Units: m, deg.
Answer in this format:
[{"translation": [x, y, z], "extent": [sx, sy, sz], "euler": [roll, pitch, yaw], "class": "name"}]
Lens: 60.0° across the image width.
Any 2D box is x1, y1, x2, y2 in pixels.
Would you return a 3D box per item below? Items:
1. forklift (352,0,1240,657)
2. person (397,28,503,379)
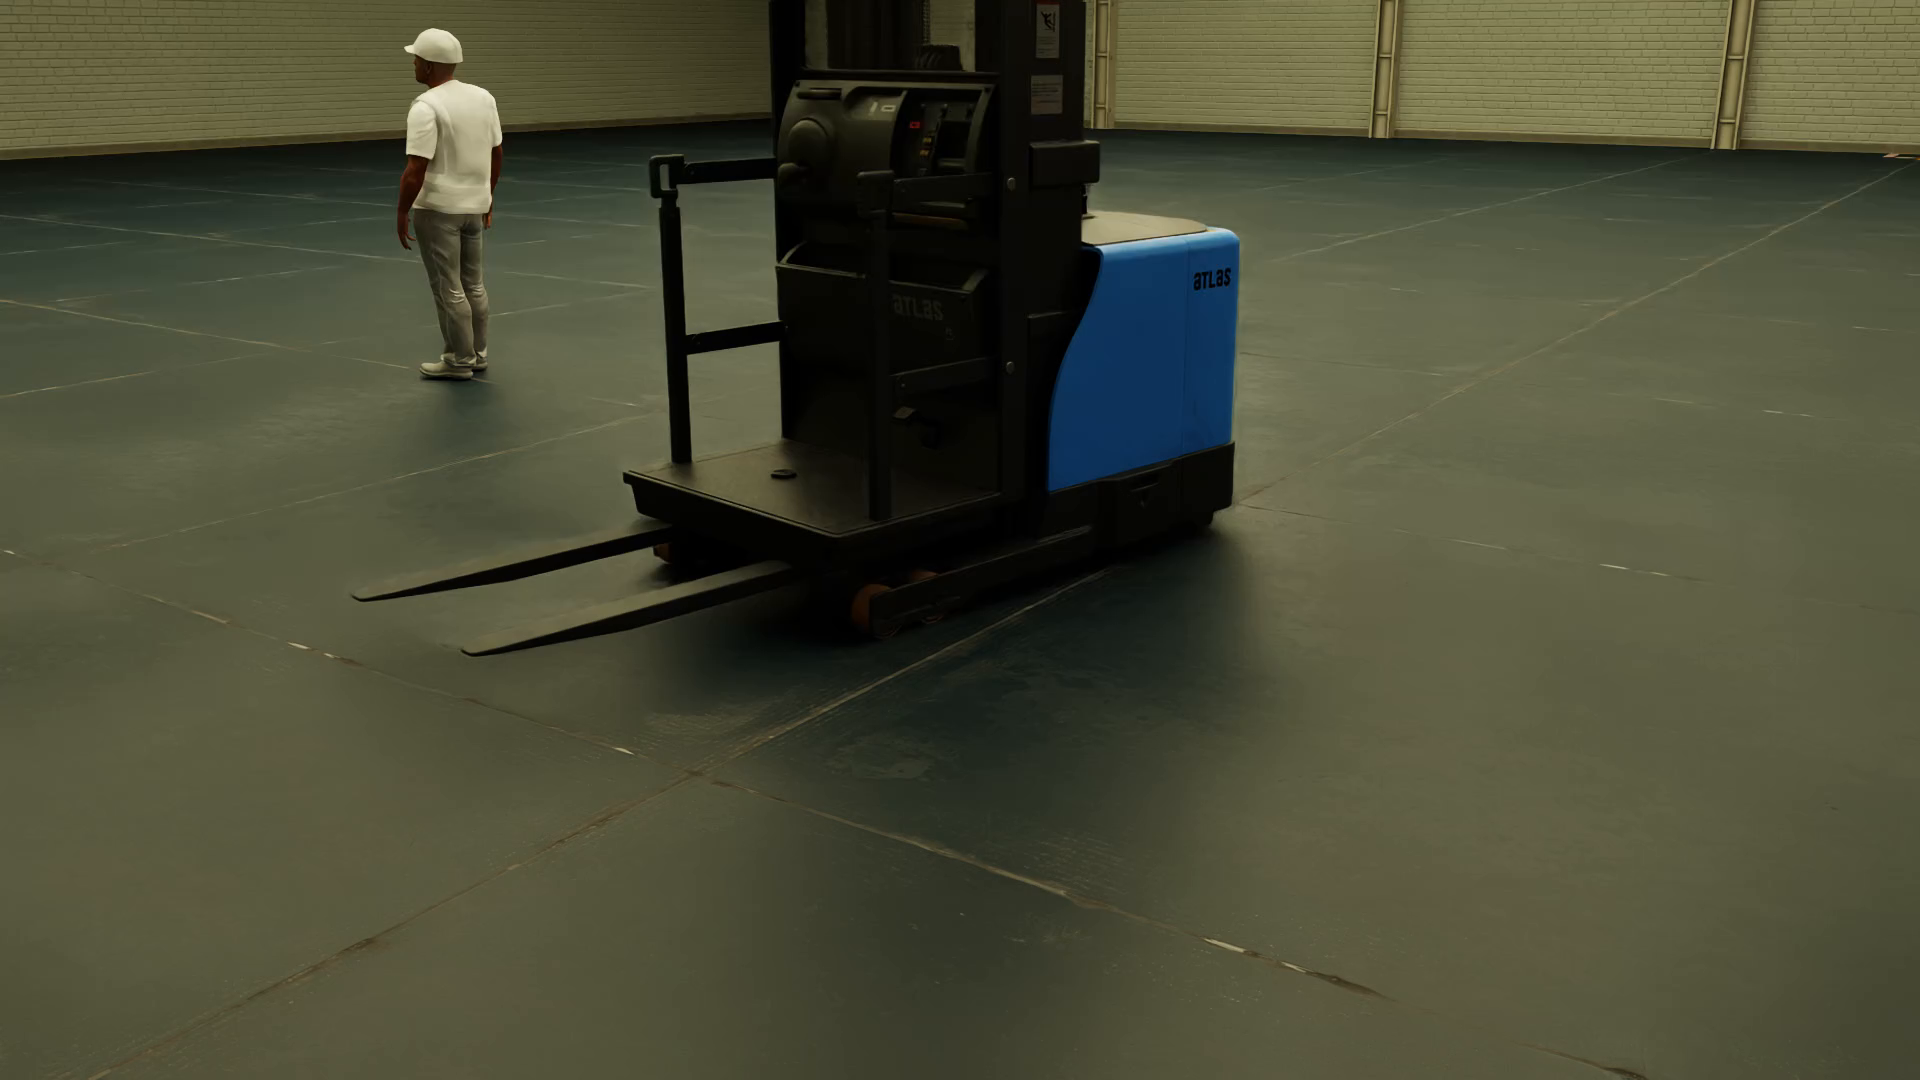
[{"translation": [-0.395, -1.274, 5.092], "extent": [3.031, 2.935, 1.130], "euler": [-16, 23, -42], "class": "forklift"}, {"translation": [-2.686, -1.718, 8.585], "extent": [0.578, 1.765, 0.666], "euler": [8, 19, 26], "class": "person"}]
